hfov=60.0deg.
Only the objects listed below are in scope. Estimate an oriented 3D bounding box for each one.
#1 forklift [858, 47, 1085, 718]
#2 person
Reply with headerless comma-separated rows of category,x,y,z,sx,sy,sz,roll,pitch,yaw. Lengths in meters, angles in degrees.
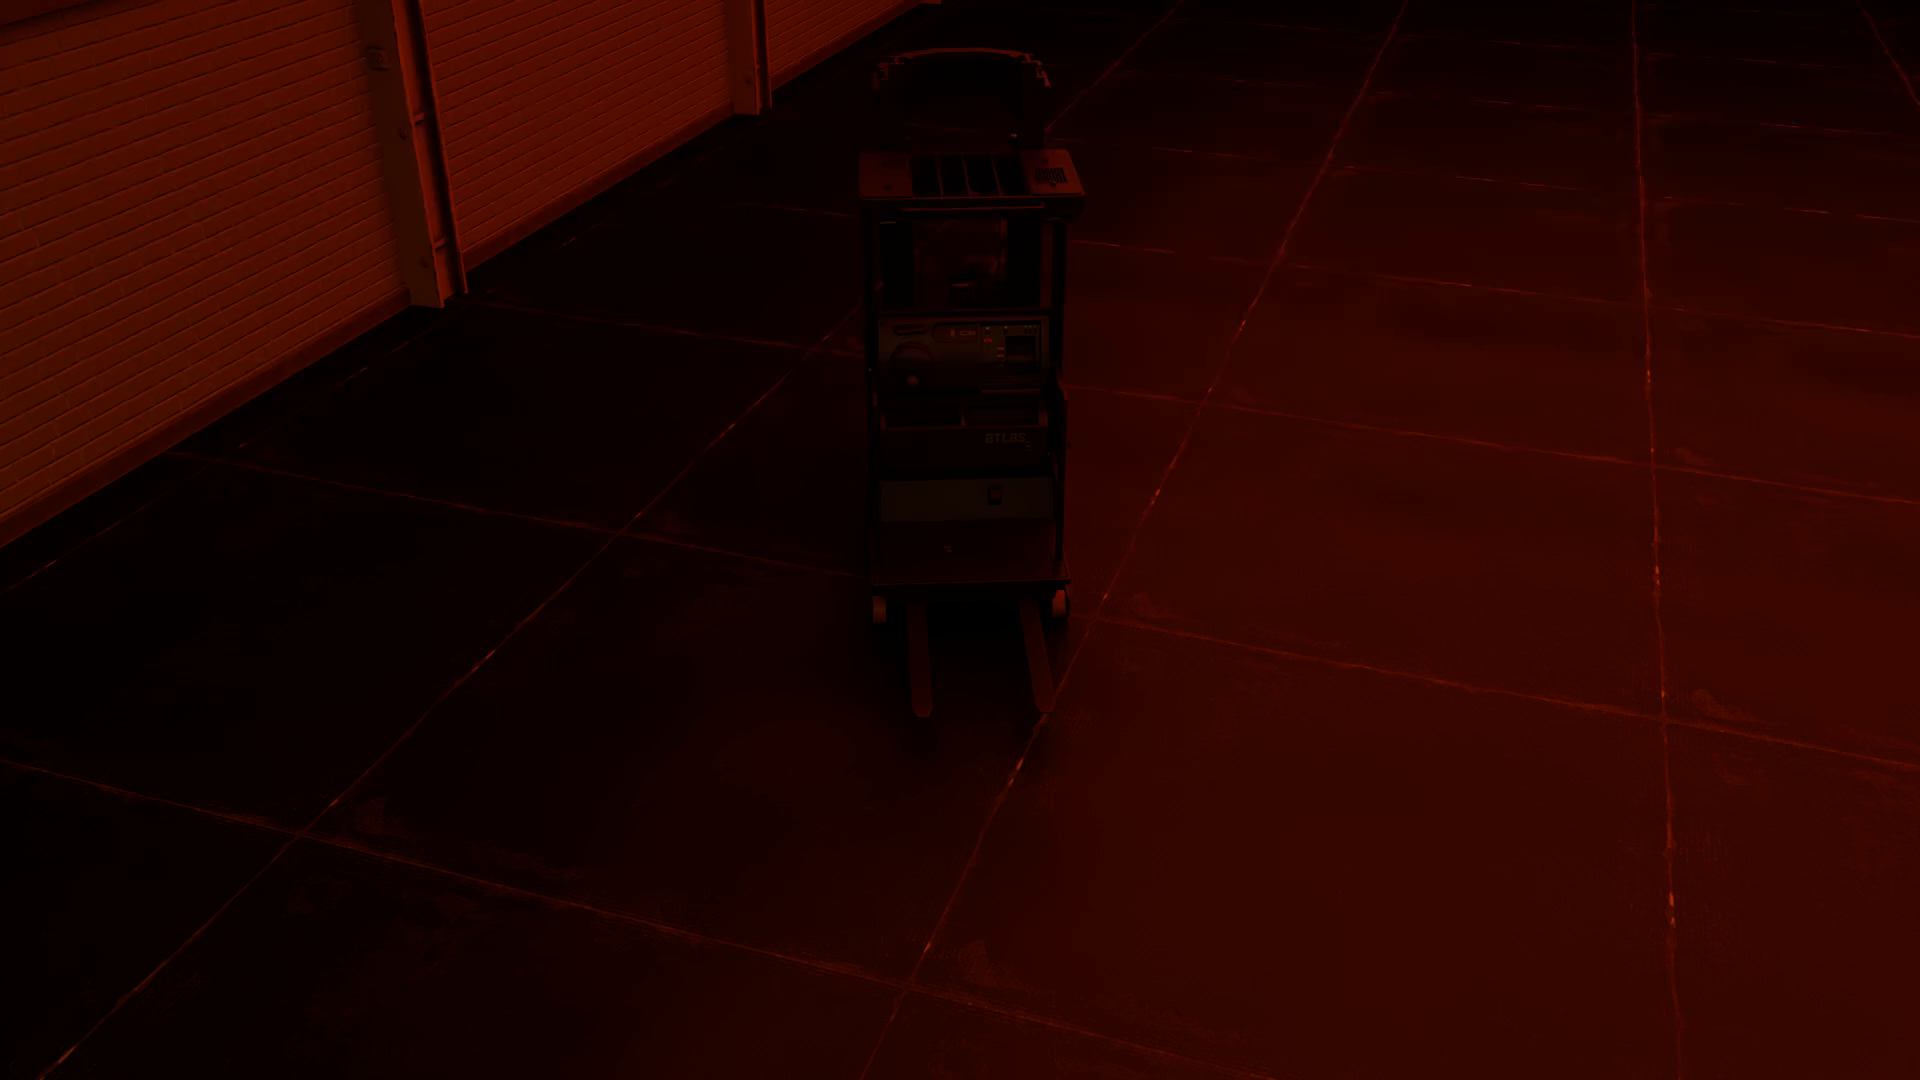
forklift,0.035,-0.972,8.842,1.130,2.935,3.031,-2,30,-3
person,0.291,-1.301,10.959,1.070,1.589,0.521,24,37,35
